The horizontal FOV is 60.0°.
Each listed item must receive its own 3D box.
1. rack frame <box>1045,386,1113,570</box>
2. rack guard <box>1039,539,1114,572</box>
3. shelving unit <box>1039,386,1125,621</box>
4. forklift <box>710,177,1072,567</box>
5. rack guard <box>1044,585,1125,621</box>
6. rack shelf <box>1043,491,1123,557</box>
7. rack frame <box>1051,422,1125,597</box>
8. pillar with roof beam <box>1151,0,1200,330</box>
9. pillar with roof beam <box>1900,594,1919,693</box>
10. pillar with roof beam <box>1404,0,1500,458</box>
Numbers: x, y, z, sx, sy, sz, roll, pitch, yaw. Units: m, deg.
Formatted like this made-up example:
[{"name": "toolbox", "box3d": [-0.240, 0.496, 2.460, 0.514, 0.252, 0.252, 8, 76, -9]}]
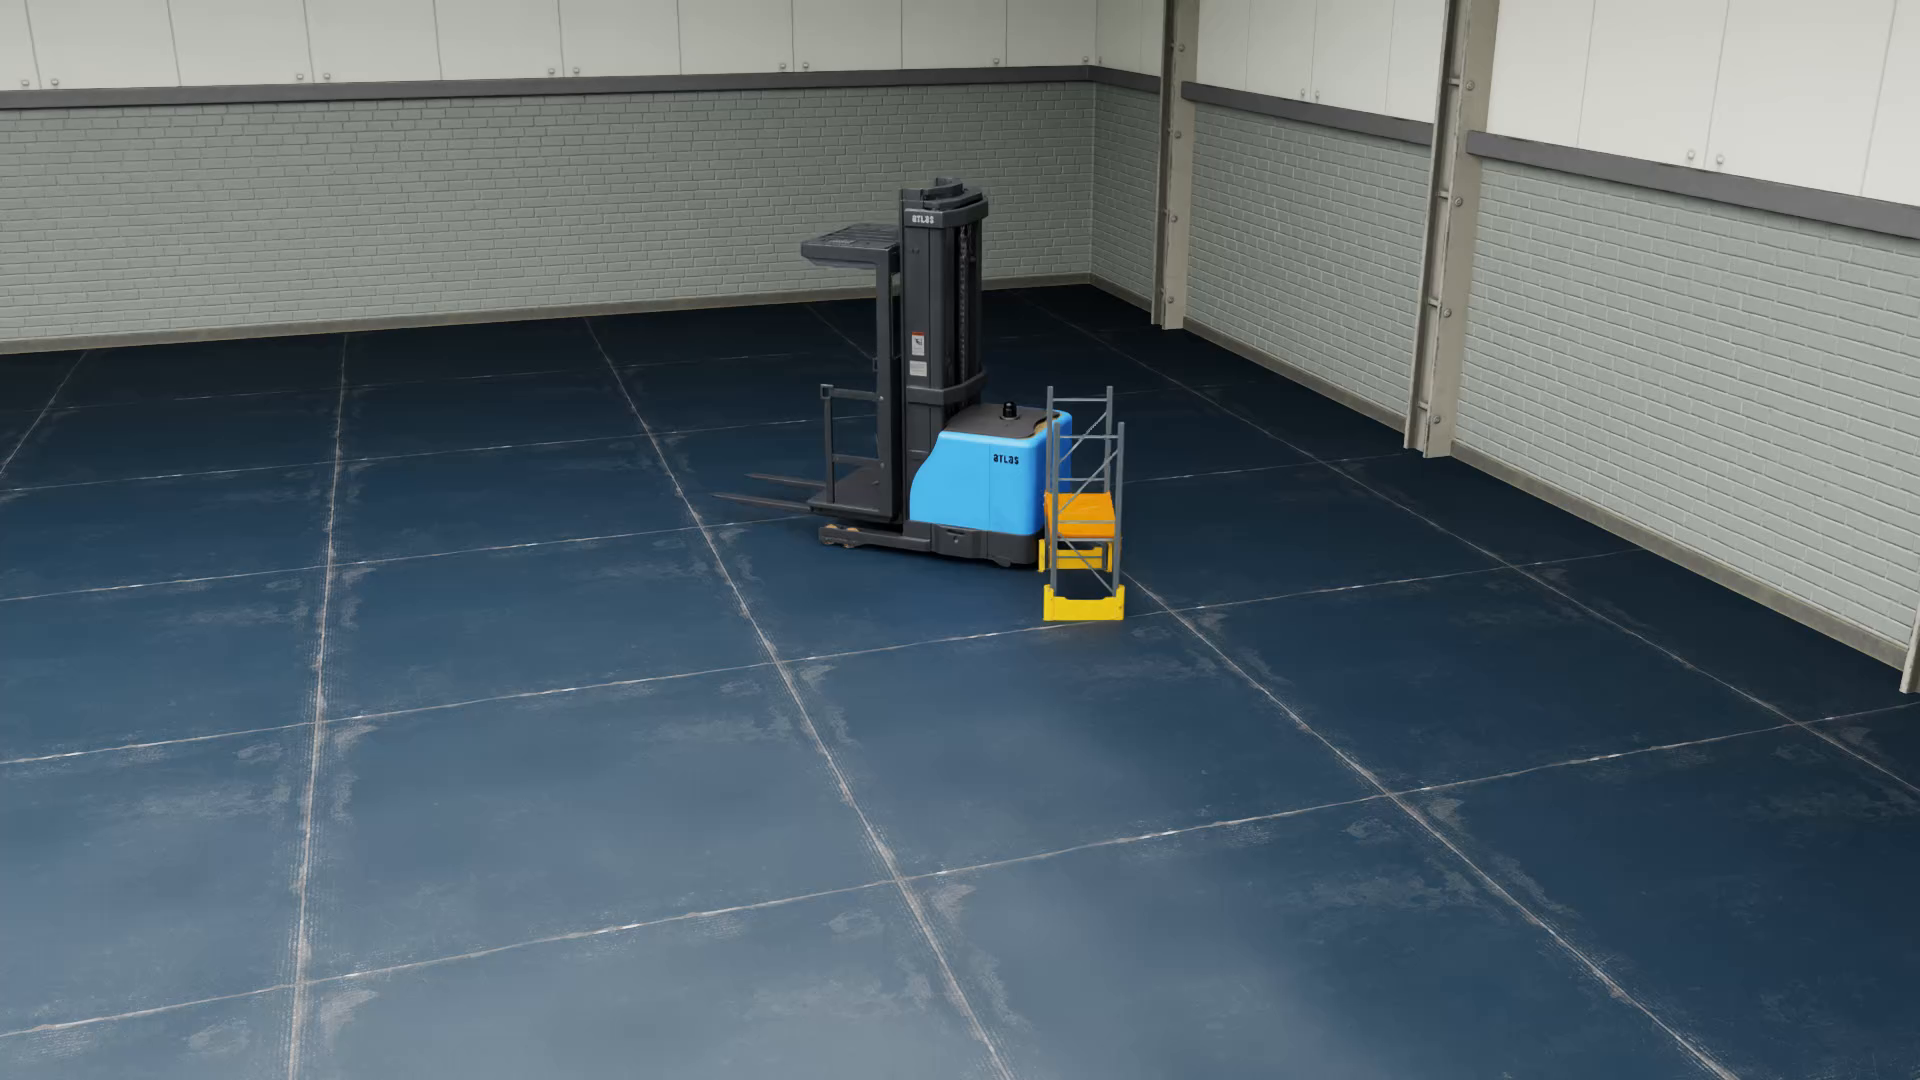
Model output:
[{"name": "rack frame", "box3d": [0.923, -0.470, 13.006, 0.500, 1.500, 0.032, 0, 20, 0]}, {"name": "rack guard", "box3d": [0.923, 0.125, 13.199, 0.587, 0.250, 0.087, 0, 20, 0]}, {"name": "shelving unit", "box3d": [0.919, -0.295, 12.519, 0.587, 1.500, 1.083, 0, 20, 0]}, {"name": "forklift", "box3d": [-0.631, -1.468, 13.666, 3.031, 2.935, 1.130, 8, 21, 21]}, {"name": "rack guard", "box3d": [0.916, 0.462, 12.261, 0.587, 0.250, 0.087, 0, 20, 0]}, {"name": "rack shelf", "box3d": [0.919, -0.129, 12.588, 0.538, 0.185, 1.000, 0, 20, 0]}, {"name": "rack frame", "box3d": [0.916, -0.126, 12.049, 0.500, 1.500, 0.032, 0, 20, 0]}, {"name": "pillar with roof beam", "box3d": [-1.372, -6.578, 18.917, 9.100, 9.000, 0.400, -6, 21, -17]}, {"name": "pillar with roof beam", "box3d": [2.400, -2.727, 8.196, 9.100, 9.000, 0.400, -6, 21, -17]}, {"name": "pillar with roof beam", "box3d": [0.514, -4.652, 13.557, 9.100, 9.000, 0.400, -6, 21, -17]}]
